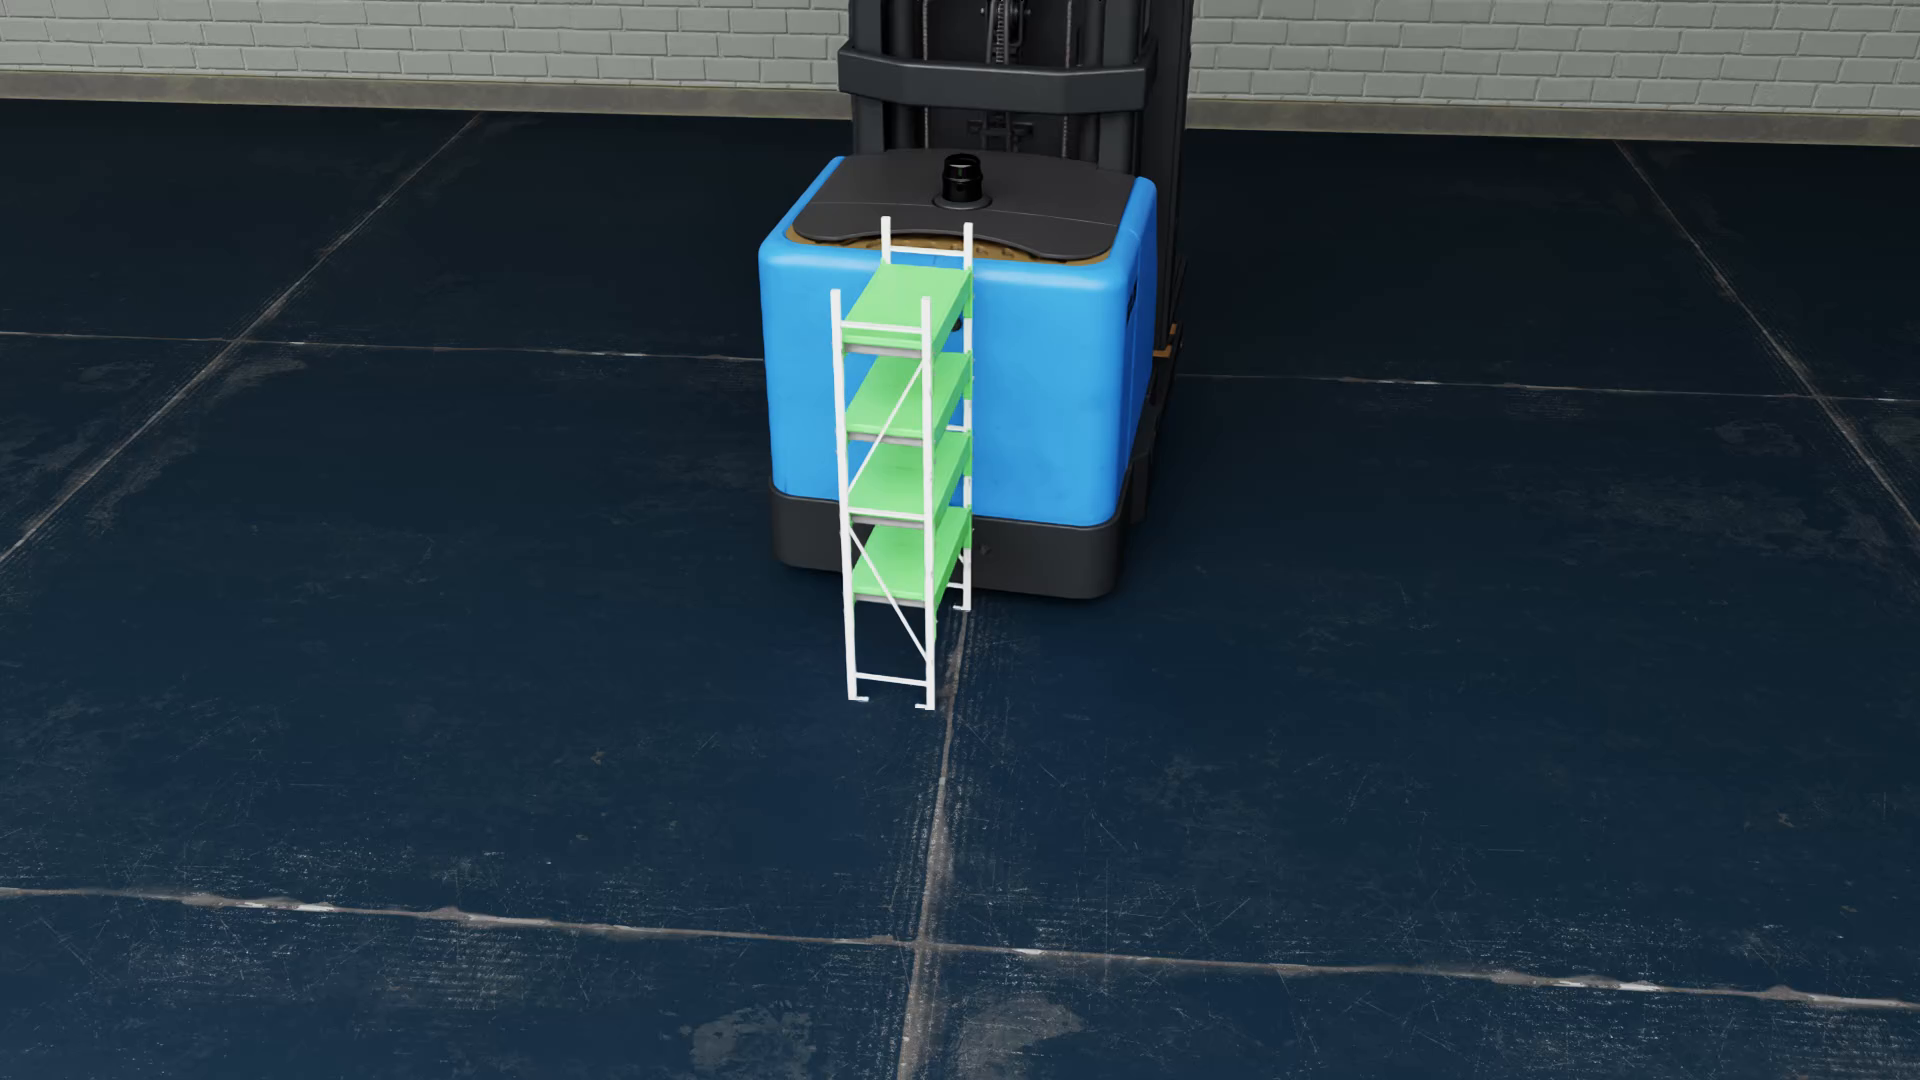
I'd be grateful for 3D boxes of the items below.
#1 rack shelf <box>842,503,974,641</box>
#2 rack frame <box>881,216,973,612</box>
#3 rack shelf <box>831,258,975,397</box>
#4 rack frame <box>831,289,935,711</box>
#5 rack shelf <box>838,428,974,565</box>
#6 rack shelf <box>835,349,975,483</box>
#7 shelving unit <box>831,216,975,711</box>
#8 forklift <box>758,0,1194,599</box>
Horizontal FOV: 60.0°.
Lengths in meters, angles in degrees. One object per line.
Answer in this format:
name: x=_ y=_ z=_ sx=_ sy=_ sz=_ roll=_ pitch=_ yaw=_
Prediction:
rack shelf: x=-0.136 y=0.069 z=4.574 sx=0.258 sy=0.148 sz=0.480 roll=6 pitch=32 yaw=10
rack frame: x=-0.086 y=-0.315 z=4.618 sx=0.240 sy=1.200 sz=0.015 roll=6 pitch=32 yaw=10
rack shelf: x=-0.136 y=-0.544 z=4.196 sx=0.258 sy=0.148 sz=0.480 roll=6 pitch=32 yaw=10
rack frame: x=-0.186 y=-0.065 z=4.211 sx=0.240 sy=1.200 sz=0.015 roll=6 pitch=32 yaw=10
rack shelf: x=-0.136 y=-0.135 z=4.448 sx=0.258 sy=0.148 sz=0.480 roll=6 pitch=32 yaw=10
rack shelf: x=-0.136 y=-0.340 z=4.322 sx=0.258 sy=0.148 sz=0.480 roll=6 pitch=32 yaw=10
shelving unit: x=-0.136 y=-0.190 z=4.414 sx=0.258 sy=1.200 sz=0.503 roll=6 pitch=32 yaw=10
forklift: x=0.236 y=-1.837 z=5.437 sx=1.130 sy=2.935 sz=3.031 roll=6 pitch=32 yaw=10
